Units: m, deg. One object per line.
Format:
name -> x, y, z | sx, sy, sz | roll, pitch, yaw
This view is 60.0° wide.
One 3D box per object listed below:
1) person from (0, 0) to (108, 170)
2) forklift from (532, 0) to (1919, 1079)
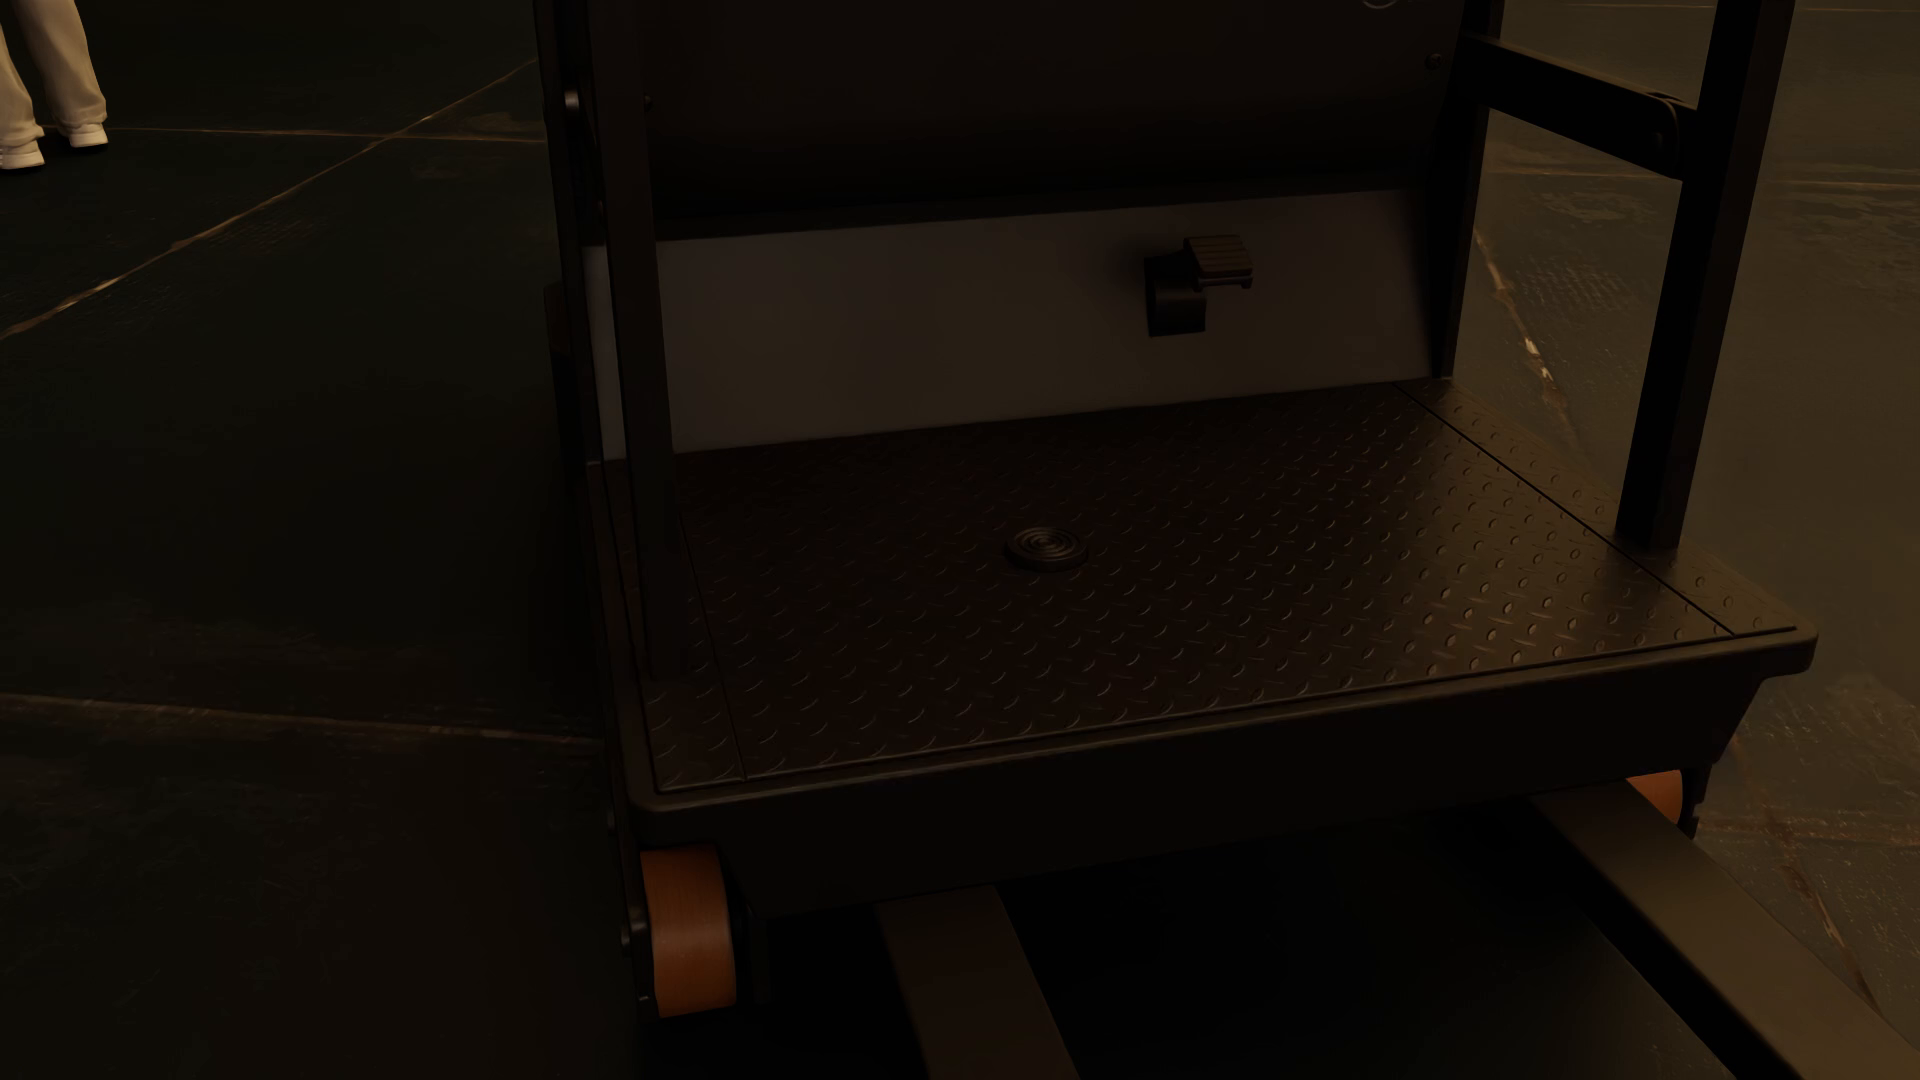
person -> -2.625, -1.846, 4.194 | 0.580, 1.776, 0.694 | 23, 34, 38
forklift -> 0.153, -1.049, 1.319 | 1.130, 2.935, 3.031 | -7, 27, -13
